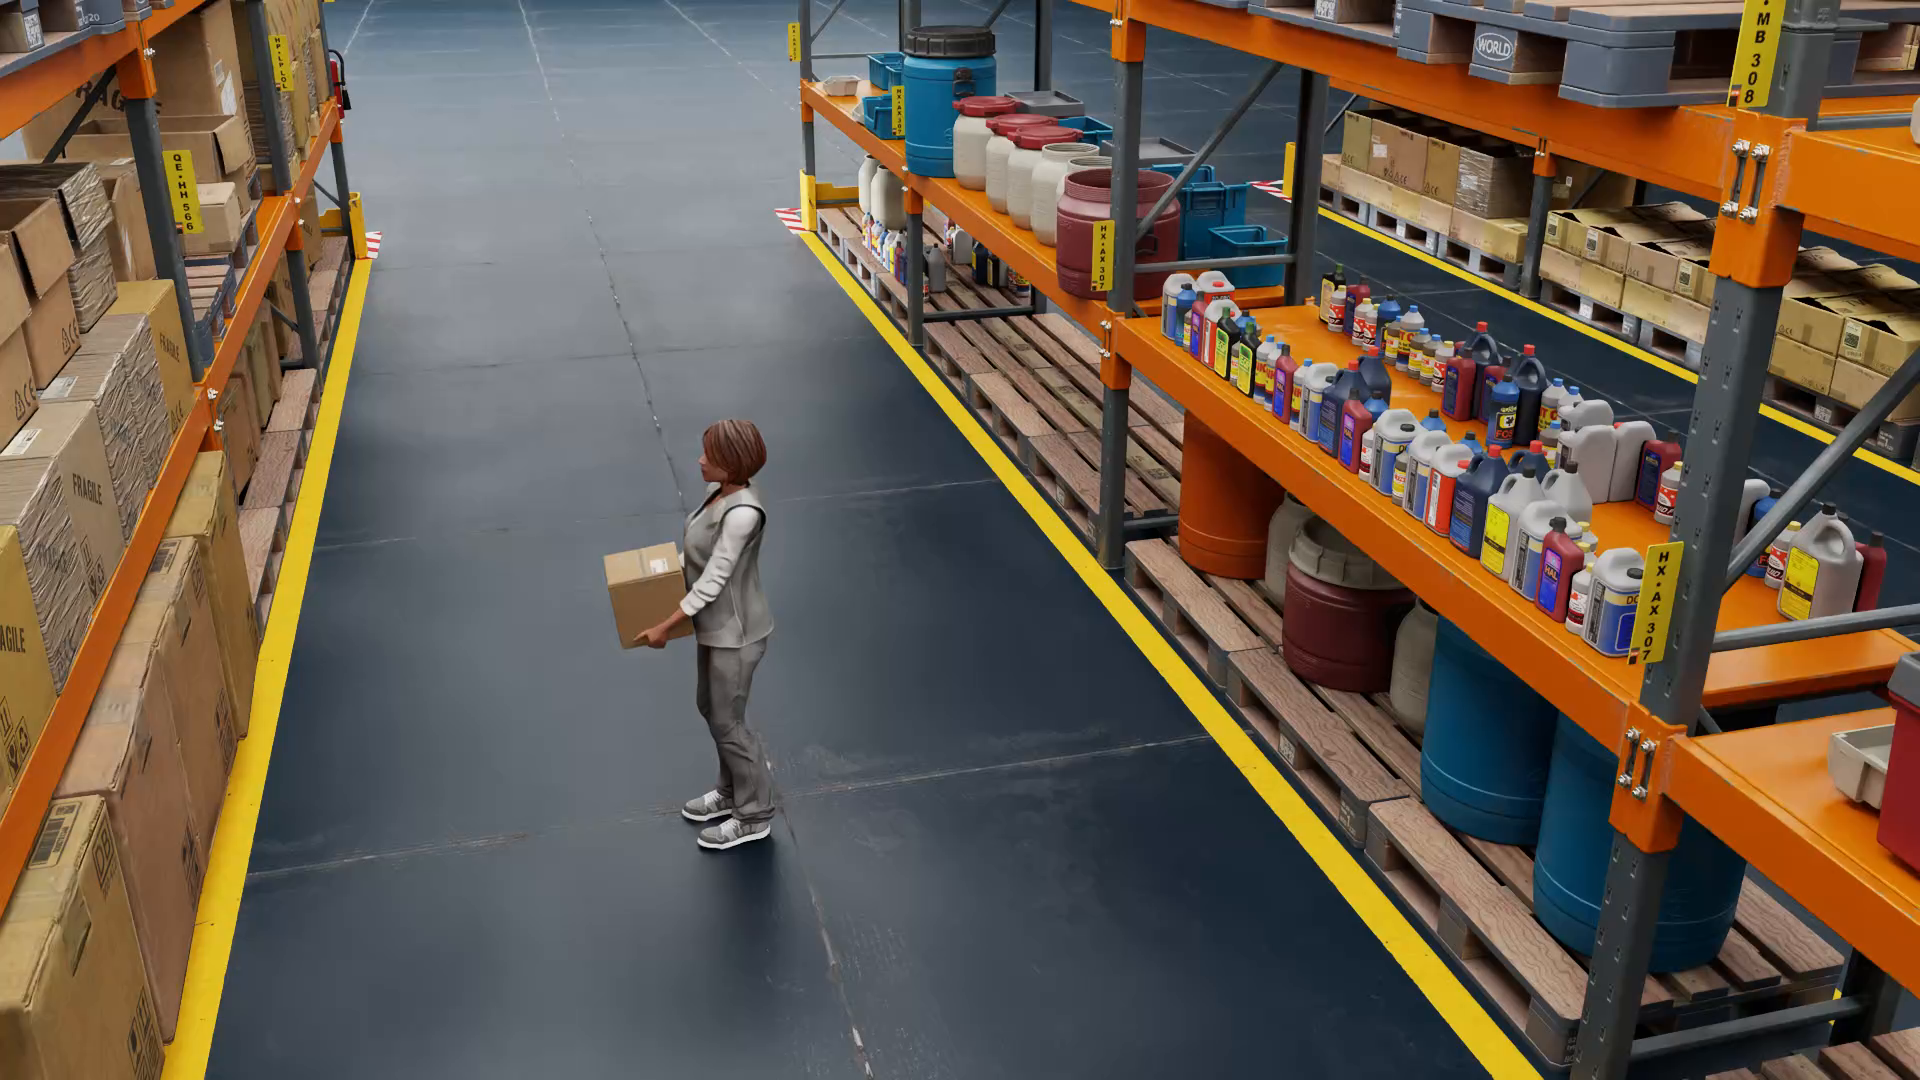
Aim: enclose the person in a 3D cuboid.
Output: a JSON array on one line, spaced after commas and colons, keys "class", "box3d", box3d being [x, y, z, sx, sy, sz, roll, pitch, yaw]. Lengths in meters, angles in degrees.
[{"class": "person", "box3d": [-0.899, 0.341, 5.843, 0.496, 1.576, 0.404, -6, 24, -13]}]
